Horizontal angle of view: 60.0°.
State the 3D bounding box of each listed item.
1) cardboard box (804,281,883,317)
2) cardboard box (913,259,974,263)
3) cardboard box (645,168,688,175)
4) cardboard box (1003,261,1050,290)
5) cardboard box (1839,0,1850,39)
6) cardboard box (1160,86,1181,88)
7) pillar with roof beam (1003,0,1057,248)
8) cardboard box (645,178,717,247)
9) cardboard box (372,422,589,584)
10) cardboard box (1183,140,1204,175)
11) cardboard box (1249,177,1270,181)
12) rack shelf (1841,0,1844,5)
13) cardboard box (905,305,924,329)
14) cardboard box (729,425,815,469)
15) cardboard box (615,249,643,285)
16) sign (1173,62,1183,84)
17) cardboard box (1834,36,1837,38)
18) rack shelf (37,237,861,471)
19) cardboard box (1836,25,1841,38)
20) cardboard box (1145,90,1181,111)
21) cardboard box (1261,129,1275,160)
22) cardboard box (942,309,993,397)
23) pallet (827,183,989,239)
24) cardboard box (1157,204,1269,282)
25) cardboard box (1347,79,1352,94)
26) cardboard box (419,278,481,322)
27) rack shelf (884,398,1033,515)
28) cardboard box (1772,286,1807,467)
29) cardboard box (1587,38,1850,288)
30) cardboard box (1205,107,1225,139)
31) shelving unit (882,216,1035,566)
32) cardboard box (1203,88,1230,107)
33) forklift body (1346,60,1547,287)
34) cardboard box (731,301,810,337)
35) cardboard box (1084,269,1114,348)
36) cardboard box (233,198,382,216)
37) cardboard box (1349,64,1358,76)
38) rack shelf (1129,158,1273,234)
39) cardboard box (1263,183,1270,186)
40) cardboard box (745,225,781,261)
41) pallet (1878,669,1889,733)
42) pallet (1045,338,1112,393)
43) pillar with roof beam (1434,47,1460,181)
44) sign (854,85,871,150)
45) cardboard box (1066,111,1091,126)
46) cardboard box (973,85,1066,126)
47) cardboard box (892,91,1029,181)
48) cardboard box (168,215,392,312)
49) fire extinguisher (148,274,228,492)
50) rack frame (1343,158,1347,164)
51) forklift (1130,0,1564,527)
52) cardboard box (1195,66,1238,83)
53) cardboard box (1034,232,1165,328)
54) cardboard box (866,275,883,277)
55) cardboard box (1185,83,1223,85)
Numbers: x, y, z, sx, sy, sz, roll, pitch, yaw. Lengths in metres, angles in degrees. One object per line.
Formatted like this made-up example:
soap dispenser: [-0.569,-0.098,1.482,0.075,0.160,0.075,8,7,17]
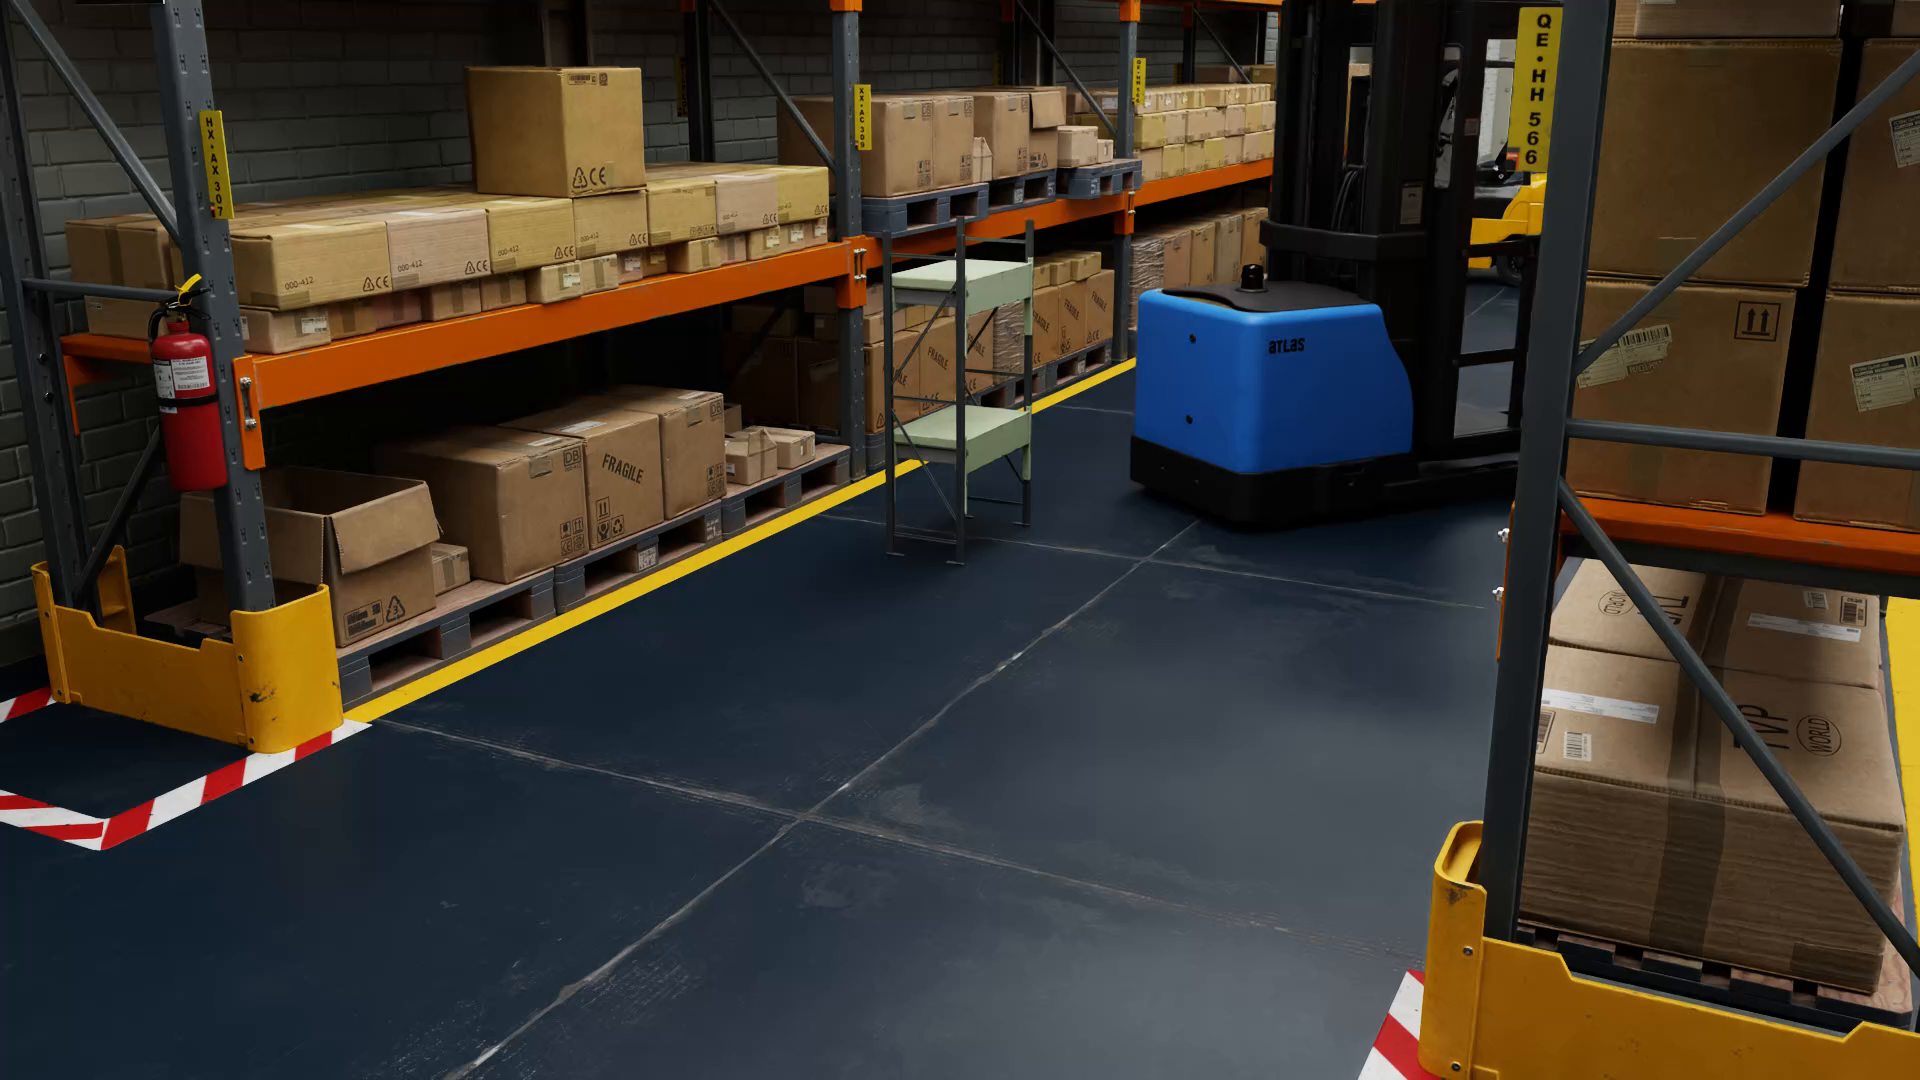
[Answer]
cardboard box: [-0.648,-1.350,9.293,0.380,0.149,0.250,8,18,24]
cardboard box: [-0.103,-1.873,11.575,0.380,0.149,0.250,7,18,23]
cardboard box: [-1.673,-1.679,8.149,0.500,0.250,0.500,8,18,25]
cardboard box: [0.391,-1.807,11.353,0.380,0.149,0.250,9,19,27]
cardboard box: [3.262,-1.801,5.750,0.380,0.149,0.250,8,18,25]
cardboard box: [1.725,-3.910,14.604,0.380,0.149,0.250,8,18,25]
pillar with roof beam: [4.423,-5.622,11.148,9.100,9.000,0.400,8,18,25]
cardboard box: [-1.447,-1.483,7.492,0.500,0.250,0.500,8,18,25]
cardboard box: [-2.005,-0.169,6.978,0.700,0.500,0.500,9,19,28]
cardboard box: [1.665,-3.117,13.513,0.500,0.250,0.500,7,18,24]
cardboard box: [3.080,-3.637,17.336,0.500,0.250,0.500,8,18,26]
rack shelf: [7.918,-4.838,15.040,1.077,0.370,4.000,8,18,25]
cardboard box: [-0.435,-1.347,9.805,0.380,0.149,0.250,7,18,23]
cardboard box: [-0.979,-0.484,8.654,0.380,0.149,0.250,7,18,24]
cardboard box: [-1.614,-1.204,7.250,0.380,0.149,0.250,8,18,25]
sign: [2.085,-4.389,15.874,0.100,0.325,0.005,8,18,25]
cardboard box: [2.105,-1.395,4.381,0.380,0.149,0.250,8,18,25]
rack shelf: [-1.886,-0.974,7.299,1.077,0.370,4.000,8,18,25]
cardboard box: [7.415,-3.990,13.735,0.700,0.500,0.500,8,18,25]
cardboard box: [1.516,-3.455,13.073,0.380,0.149,0.250,8,18,26]
cardboard box: [2.591,-3.633,15.250,0.500,0.250,0.500,9,19,27]
cardboard box: [-0.119,-1.189,10.413,0.500,0.500,0.500,8,18,24]
pallet: [-0.538,-1.926,9.578,1.003,0.211,1.213,8,18,25]
cardboard box: [2.359,-2.795,15.599,0.875,0.625,0.625,9,19,28]
cardboard box: [3.914,-4.790,17.568,0.380,0.149,0.250,8,18,26]
cardboard box: [-2.061,-0.936,6.350,0.380,0.149,0.250,9,19,27]
rack shelf: [0.003,-0.408,7.909,0.431,0.370,0.720,8,18,25]
cardboard box: [1.879,-0.509,4.295,0.500,0.500,0.500,8,18,24]
cardboard box: [1.665,-0.859,3.717,0.500,0.500,0.500,9,19,27]
cardboard box: [1.892,-3.489,13.887,0.500,0.250,0.500,8,18,26]
shelving unit: [0.003,-0.721,7.817,0.431,1.500,0.755,8,18,25]
cardboard box: [2.035,-3.703,13.909,0.380,0.149,0.250,8,18,24]
forklift body: [5.154,-3.763,16.916,2.313,2.155,1.214,8,18,25]
cardboard box: [-1.086,-1.273,9.555,0.380,0.149,0.250,7,18,23]
cardboard box: [0.798,-1.715,12.184,0.500,0.500,0.500,9,19,27]
cardboard box: [-2.580,-1.162,6.410,0.500,0.250,0.500,8,18,26]
cardboard box: [4.028,-4.997,17.743,0.380,0.149,0.250,9,19,27]
rack shelf: [1.689,-3.012,14.160,1.077,0.370,4.000,8,18,25]
cardboard box: [3.317,-3.441,16.676,0.500,0.250,0.500,8,18,25]
cardboard box: [-1.100,-1.456,8.100,0.380,0.149,0.250,9,19,27]
pallet: [2.496,0.635,5.517,1.003,0.211,1.213,8,18,25]
pallet: [0.428,-1.325,12.115,1.003,0.211,1.213,8,18,25]
pillar with roof beam: [12.466,-10.207,26.585,9.100,9.000,0.400,8,18,25]
sign: [-0.503,-2.176,8.563,0.100,0.325,0.005,8,18,25]
cardboard box: [0.747,-3.165,12.796,0.500,0.250,0.500,9,19,27]
cardboard box: [0.425,-2.985,11.894,0.500,0.500,0.500,9,19,28]
cardboard box: [0.006,-2.504,10.274,0.700,0.500,0.500,8,18,25]
cardboard box: [-2.336,-0.961,5.734,0.500,0.250,0.500,8,18,26]
fire extinguisher: [-2.432,-0.497,5.221,0.296,0.674,0.183,8,18,25]
rack frame: [4.370,-4.885,19.203,1.000,3.000,0.127,8,18,25]
forklift: [2.455,-1.745,8.750,3.031,2.935,1.130,-8,19,-26]
cardboard box: [2.455,-4.487,16.027,0.380,0.149,0.250,8,18,26]
cardboard box: [1.086,-2.067,13.149,0.875,0.625,0.625,9,19,27]
cardboard box: [-0.546,-1.608,10.683,0.380,0.149,0.250,8,18,26]
cardboard box: [2.233,-4.163,15.456,0.380,0.149,0.250,8,18,24]
